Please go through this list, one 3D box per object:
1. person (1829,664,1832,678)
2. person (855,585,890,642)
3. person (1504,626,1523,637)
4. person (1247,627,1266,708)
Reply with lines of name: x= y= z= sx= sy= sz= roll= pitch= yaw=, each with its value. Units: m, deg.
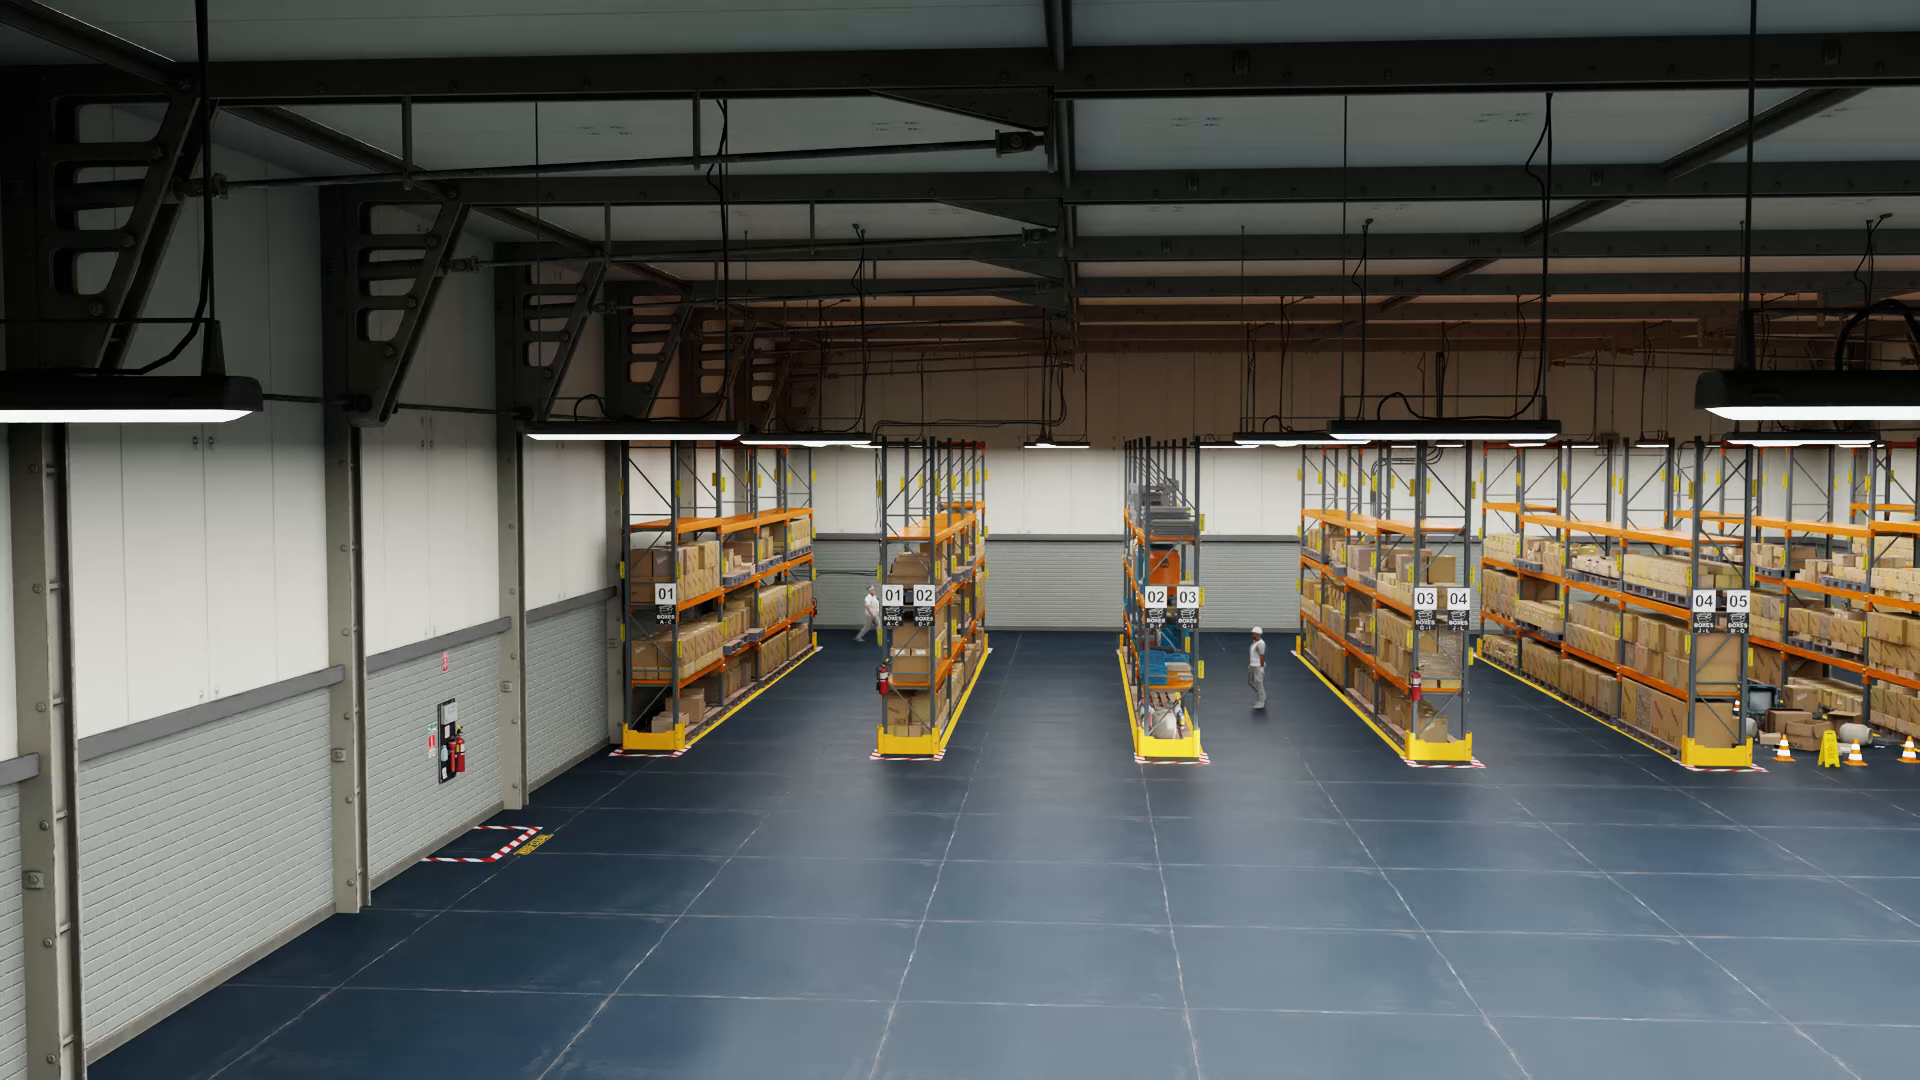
person: x=21.126 y=2.731 z=40.659 sx=0.568 sy=1.667 sz=0.398 roll=-3 pitch=4 yaw=-41
person: x=-2.594 y=2.217 z=49.474 sx=1.014 sy=1.733 sz=0.612 roll=1 pitch=3 yaw=20
person: x=16.114 y=2.263 z=48.532 sx=0.612 sy=1.701 sz=0.534 roll=-2 pitch=4 yaw=-34
person: x=6.665 y=2.827 z=37.083 sx=0.419 sy=1.790 sz=0.630 roll=0 pitch=3 yaw=-4
